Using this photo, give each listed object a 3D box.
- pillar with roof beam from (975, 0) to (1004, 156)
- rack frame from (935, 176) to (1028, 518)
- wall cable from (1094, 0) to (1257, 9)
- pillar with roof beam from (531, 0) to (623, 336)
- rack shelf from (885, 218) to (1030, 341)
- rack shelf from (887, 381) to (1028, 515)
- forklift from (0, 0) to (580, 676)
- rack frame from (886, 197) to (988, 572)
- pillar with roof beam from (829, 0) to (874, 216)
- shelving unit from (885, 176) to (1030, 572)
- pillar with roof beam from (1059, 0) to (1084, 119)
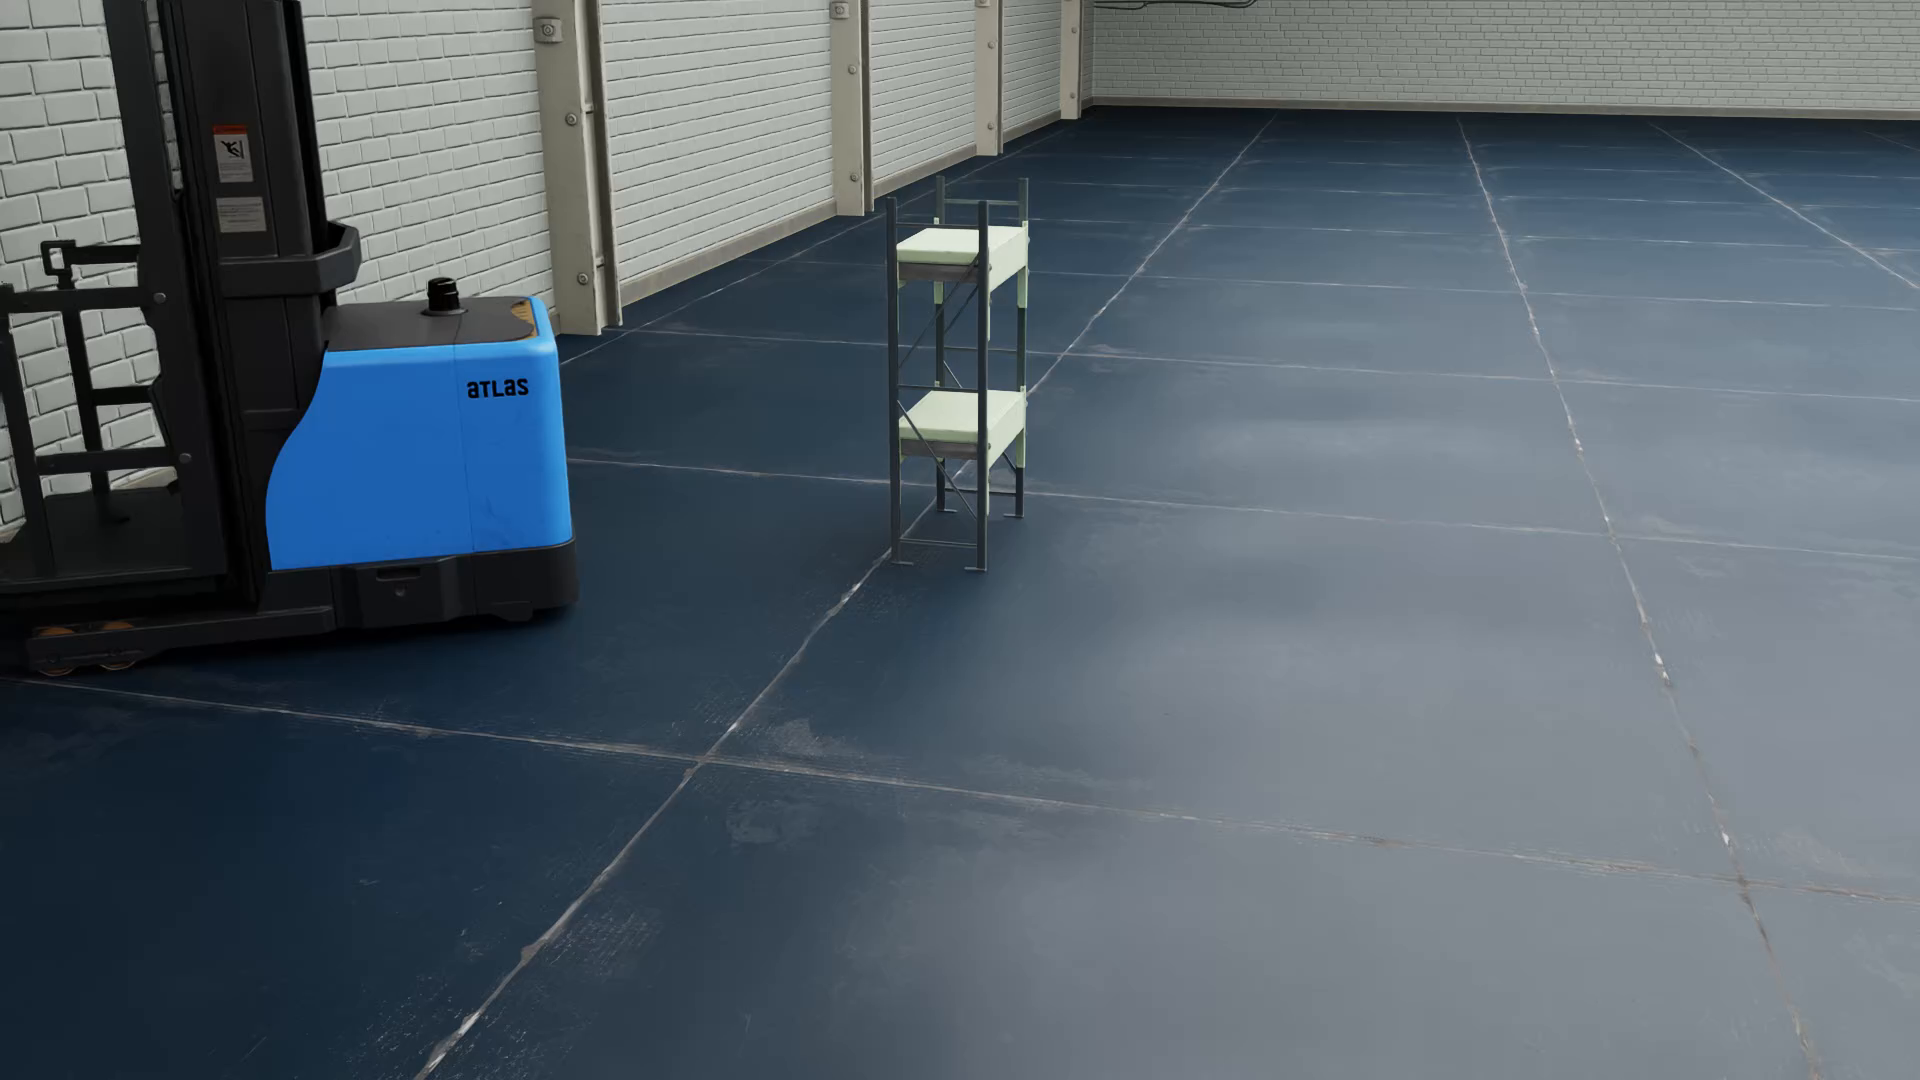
[{"bbox_3d":[4.559,-9.135,20.010,9.100,9.000,0.400,5,19,13],"label":"pillar with roof beam"},{"bbox_3d":[0.091,-0.827,7.287,0.400,1.500,0.023,5,19,13],"label":"rack frame"},{"bbox_3d":[3.852,-10.705,29.411,3.097,2.526,0.112,5,19,13],"label":"wall cable"},{"bbox_3d":[1.627,-5.374,8.998,9.100,9.000,0.400,5,19,13],"label":"pillar with roof beam"},{"bbox_3d":[0.002,-1.081,6.825,0.431,0.370,0.720,5,19,13],"label":"rack shelf"},{"bbox_3d":[0.002,-0.403,7.057,0.431,0.370,0.720,5,19,13],"label":"rack shelf"},{"bbox_3d":[-3.021,-1.102,5.879,3.031,2.935,1.130,-5,20,-15],"label":"forklift"},{"bbox_3d":[-0.088,-0.597,6.615,0.400,1.500,0.023,5,19,13],"label":"rack frame"},{"bbox_3d":[3.093,-7.254,14.504,9.100,9.000,0.400,5,19,13],"label":"pillar with roof beam"},{"bbox_3d":[0.002,-0.712,6.951,0.431,1.500,0.755,5,19,13],"label":"shelving unit"},{"bbox_3d":[6.025,-11.016,25.516,9.100,9.000,0.400,5,19,13],"label":"pillar with roof beam"}]
